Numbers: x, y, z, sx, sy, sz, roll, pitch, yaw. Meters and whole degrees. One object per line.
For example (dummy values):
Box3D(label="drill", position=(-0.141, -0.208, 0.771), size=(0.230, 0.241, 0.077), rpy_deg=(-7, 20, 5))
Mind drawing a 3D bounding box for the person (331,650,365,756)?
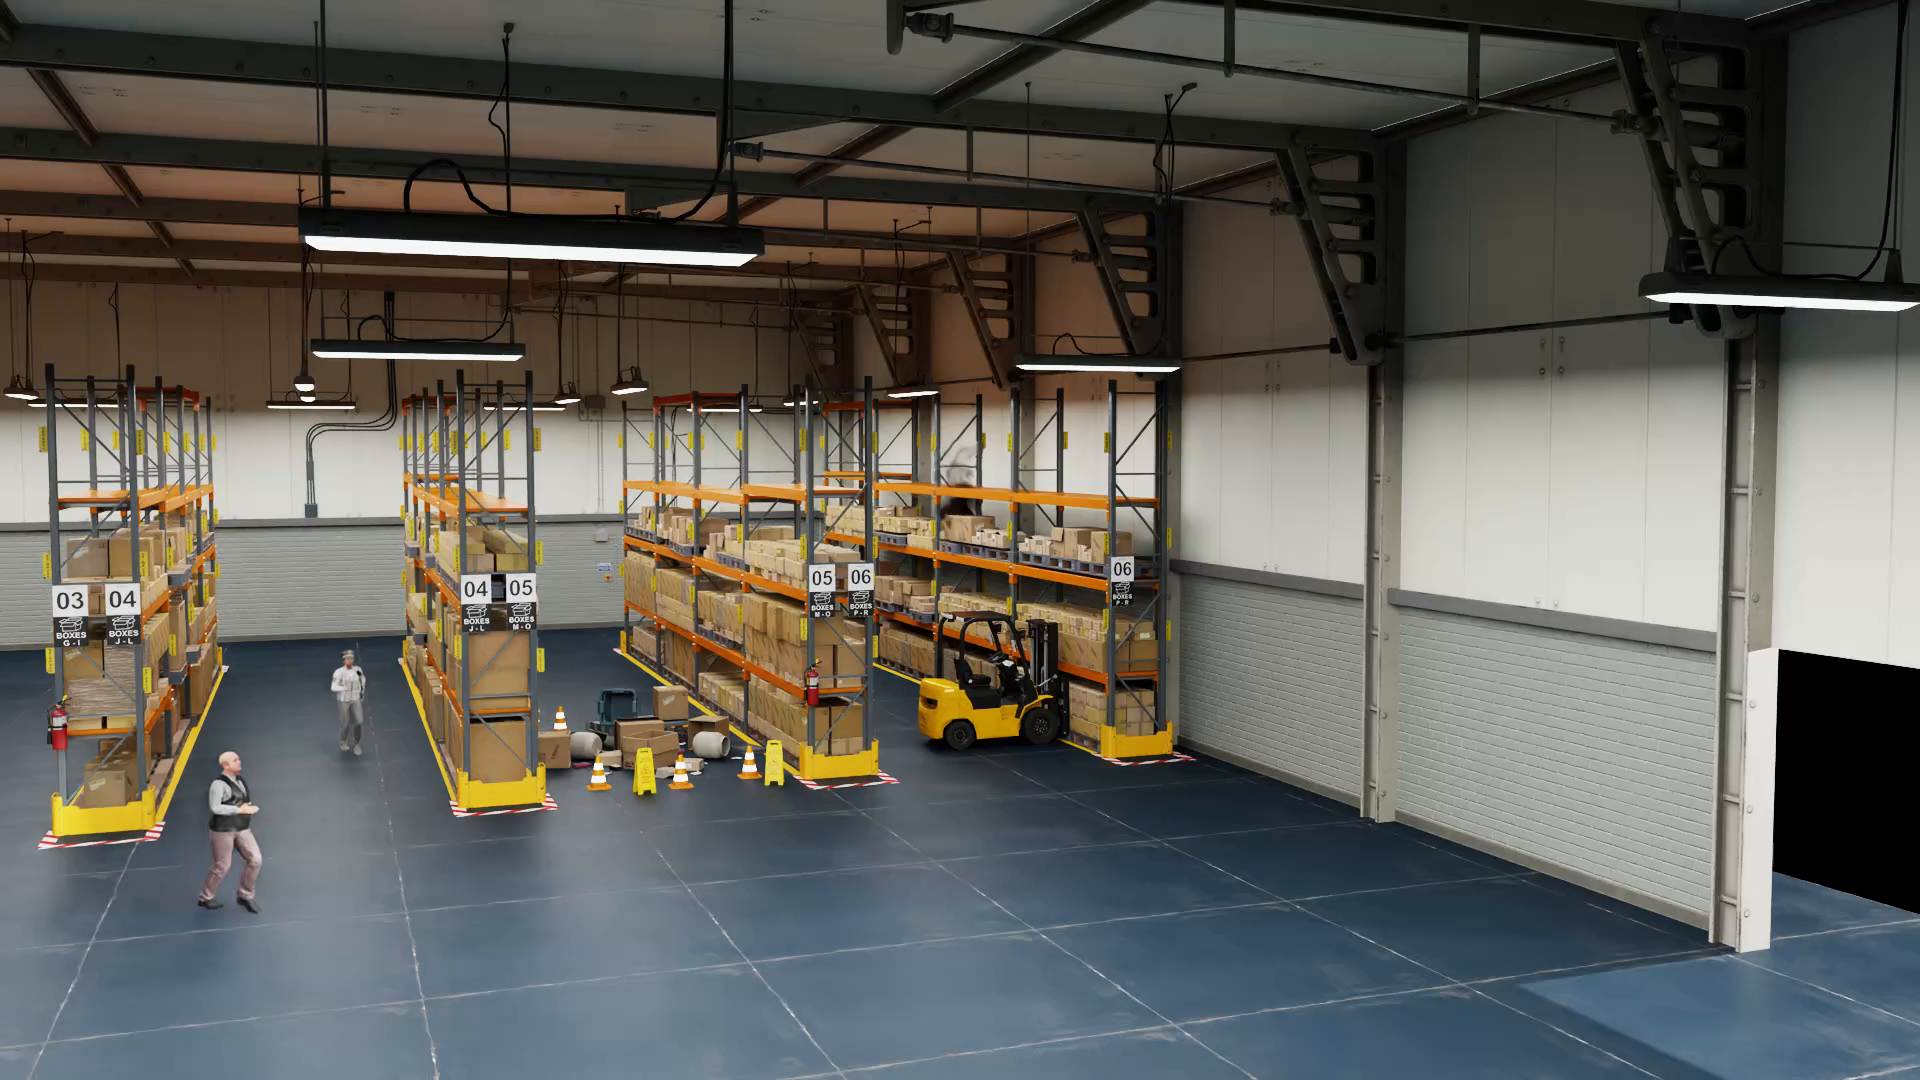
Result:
Box3D(label="person", position=(-9.780, 2.614, 26.671), size=(0.569, 1.726, 0.726), rpy_deg=(-2, 4, -32))

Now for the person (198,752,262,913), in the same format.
Box3D(label="person", position=(-7.741, 3.126, 17.629), size=(0.763, 1.777, 0.638), rpy_deg=(1, 3, 12))
